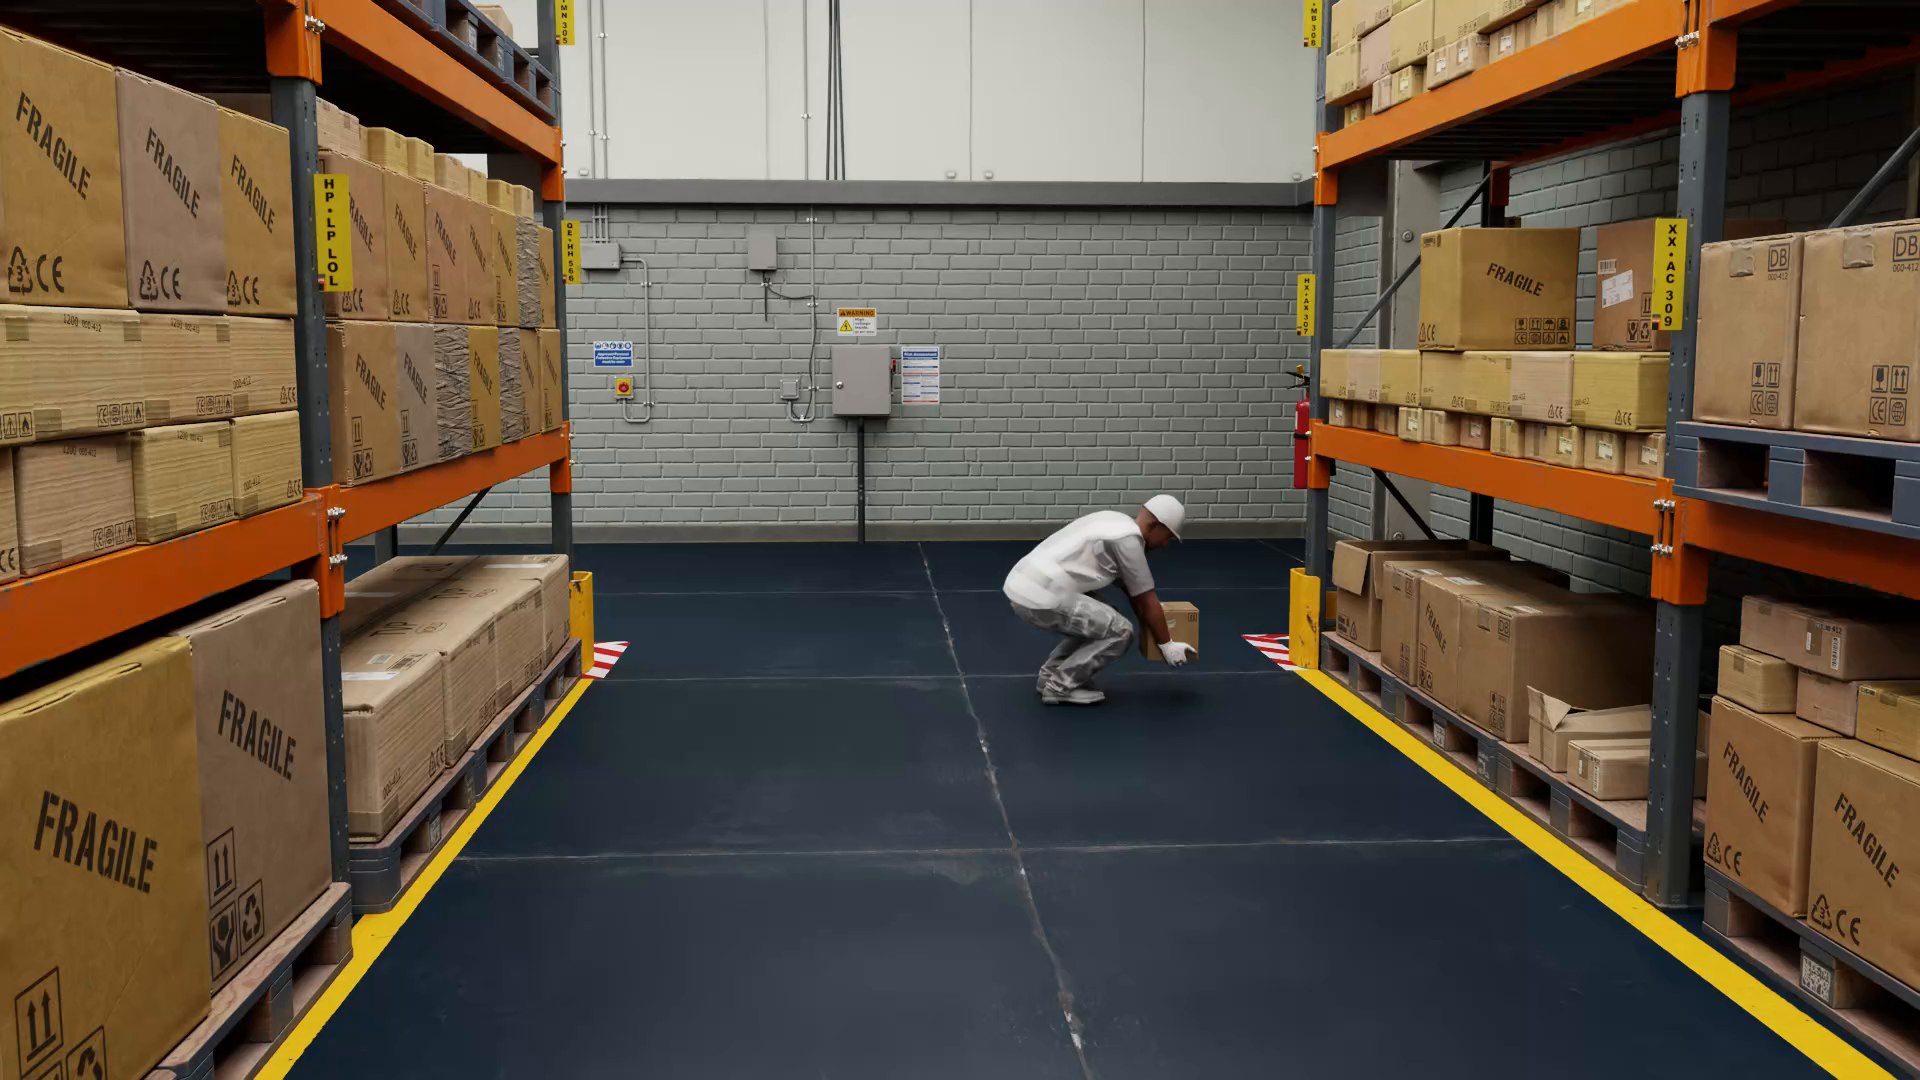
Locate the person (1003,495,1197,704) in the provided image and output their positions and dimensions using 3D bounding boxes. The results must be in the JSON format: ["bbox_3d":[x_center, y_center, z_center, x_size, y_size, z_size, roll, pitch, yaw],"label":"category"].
[{"bbox_3d":[0.679,0.280,8.154,0.930,1.000,0.556,-1,7,-5],"label":"person"}]
